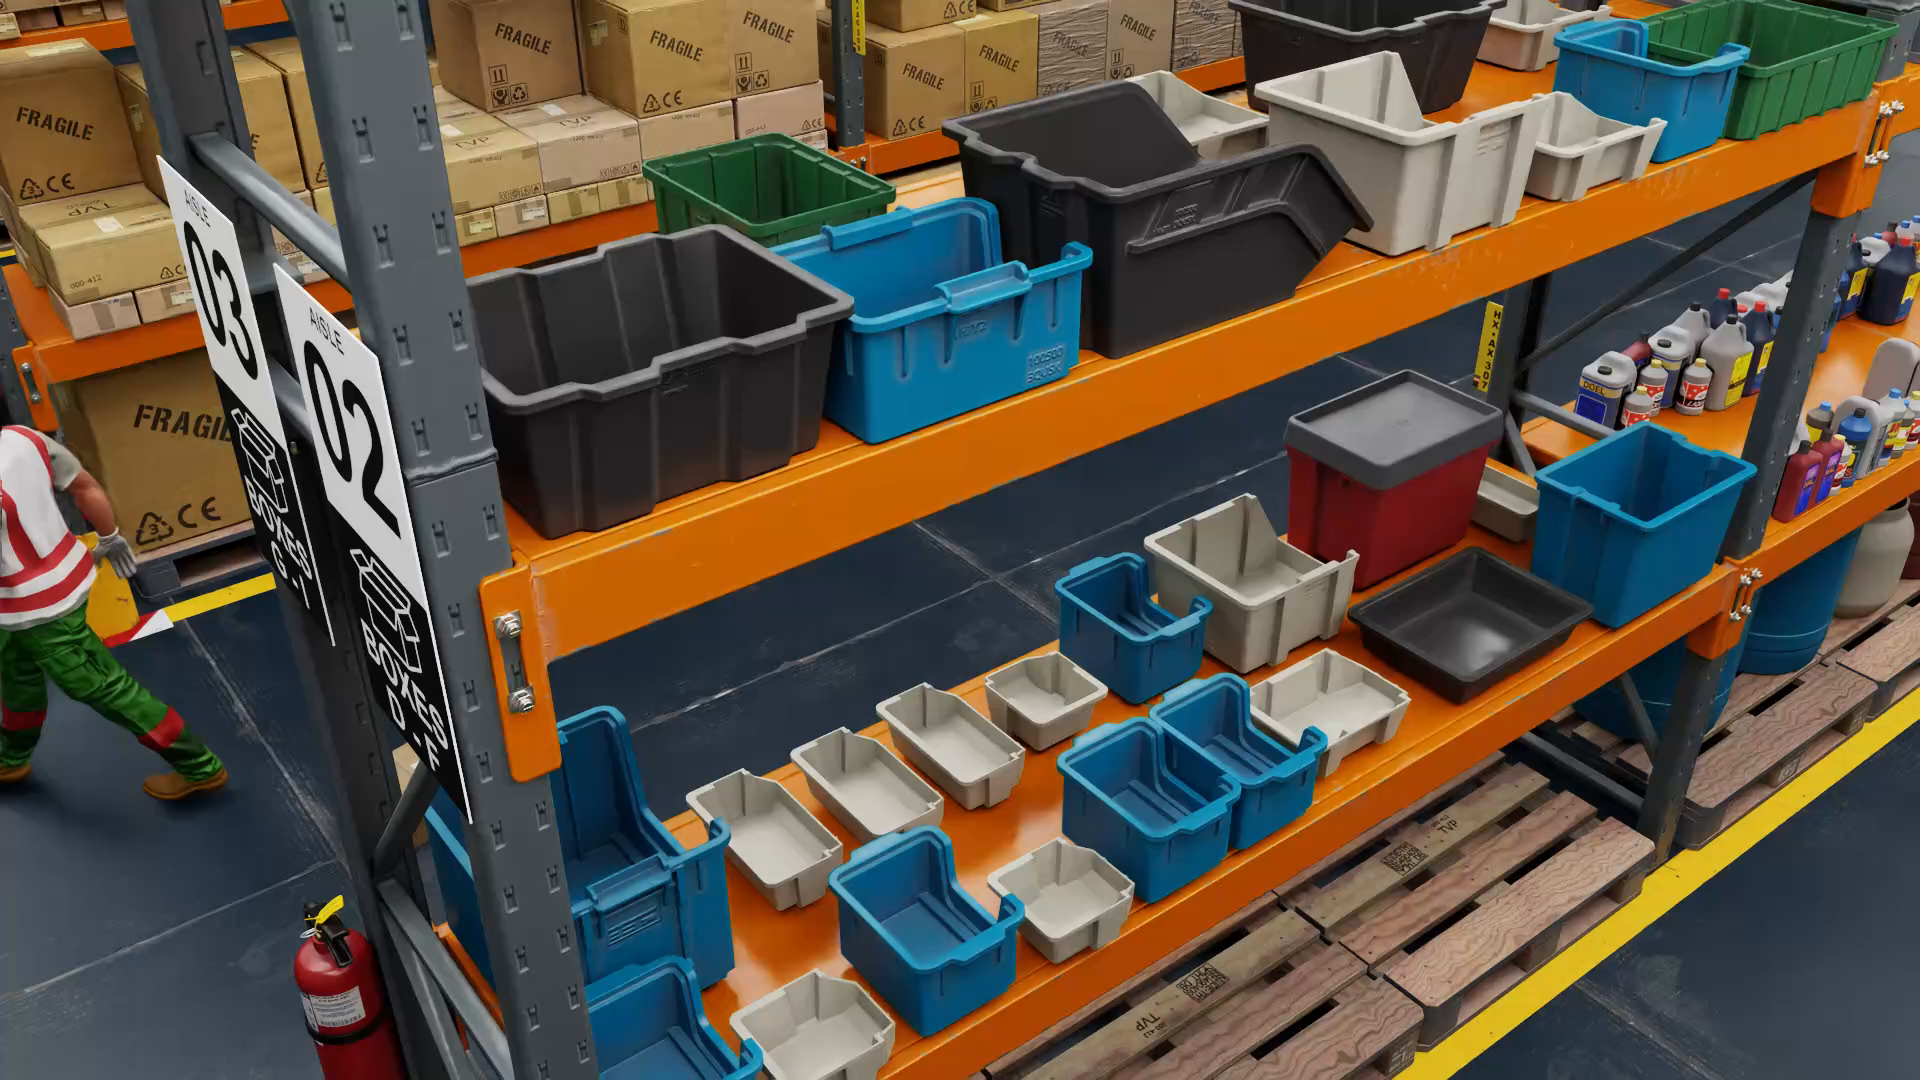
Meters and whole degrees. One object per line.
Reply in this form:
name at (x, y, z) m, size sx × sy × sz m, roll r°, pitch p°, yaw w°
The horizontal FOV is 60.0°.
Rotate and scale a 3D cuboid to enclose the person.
person at (-3.277, 0.183, 5.837) m, size 1.071 × 1.741 × 0.666 m, roll -2°, pitch 32°, yaw -3°
